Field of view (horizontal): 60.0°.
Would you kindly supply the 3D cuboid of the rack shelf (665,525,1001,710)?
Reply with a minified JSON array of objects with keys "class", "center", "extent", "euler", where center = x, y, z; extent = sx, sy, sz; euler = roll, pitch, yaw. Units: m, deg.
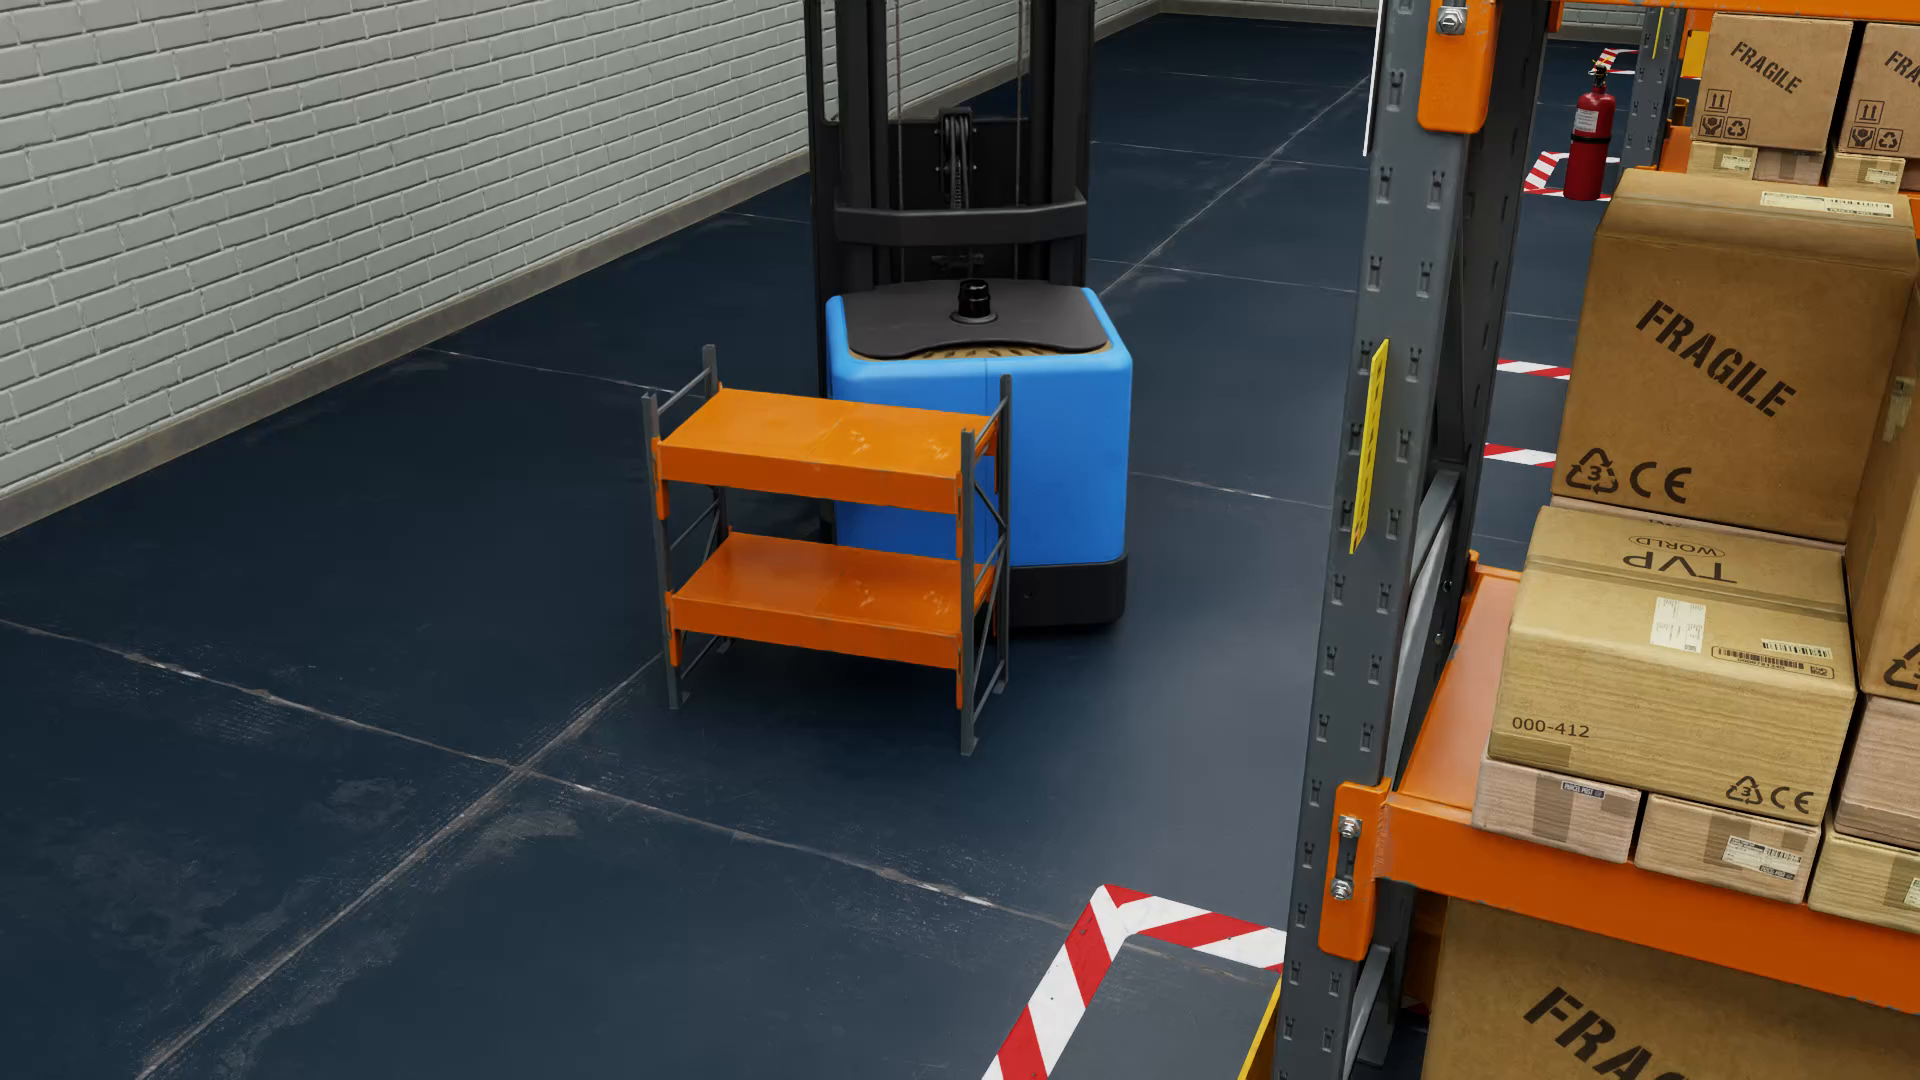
[{"class":"rack shelf","center":[-0.404,0.242,5.536],"extent":[1.000,0.278,0.538],"euler":[7,27,14]}]

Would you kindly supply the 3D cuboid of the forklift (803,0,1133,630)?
[{"class":"forklift","center":[-0.066,-1.597,6.675],"extent":[1.130,2.935,3.031],"euler":[-3,26,-5]}]

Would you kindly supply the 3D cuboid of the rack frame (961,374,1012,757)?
[{"class":"rack frame","center":[0.085,0.084,5.303],"extent":[0.032,1.125,0.500],"euler":[7,27,14]}]

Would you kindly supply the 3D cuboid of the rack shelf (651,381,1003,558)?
[{"class":"rack shelf","center":[-0.405,-0.239,5.298],"extent":[1.000,0.278,0.538],"euler":[7,27,14]}]

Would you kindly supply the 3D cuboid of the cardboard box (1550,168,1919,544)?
[{"class":"cardboard box","center":[1.420,-0.359,3.068],"extent":[0.500,0.500,0.500],"euler":[12,29,22]}]

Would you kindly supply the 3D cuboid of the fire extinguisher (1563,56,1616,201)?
[{"class":"fire extinguisher","center":[2.975,-1.946,7.816],"extent":[0.183,0.674,0.296],"euler":[11,28,22]}]

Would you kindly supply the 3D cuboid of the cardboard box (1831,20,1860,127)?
[{"class":"cardboard box","center":[3.995,-2.019,7.006],"extent":[0.500,0.500,0.500],"euler":[11,28,21]}]

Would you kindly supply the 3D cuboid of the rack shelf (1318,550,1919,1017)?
[{"class":"rack shelf","center":[2.689,0.748,2.649],"extent":[4.000,0.370,1.077],"euler":[11,28,22]}]

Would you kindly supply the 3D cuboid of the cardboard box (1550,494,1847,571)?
[{"class":"cardboard box","center":[1.419,-0.024,3.237],"extent":[0.500,0.250,0.500],"euler":[11,28,21]}]

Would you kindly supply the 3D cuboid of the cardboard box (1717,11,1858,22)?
[{"class":"cardboard box","center":[3.312,-2.354,6.554],"extent":[0.500,0.500,0.500],"euler":[11,28,21]}]

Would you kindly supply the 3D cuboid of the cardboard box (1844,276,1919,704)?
[{"class":"cardboard box","center":[1.648,-0.055,2.450],"extent":[0.500,0.500,0.500],"euler":[11,28,21]}]

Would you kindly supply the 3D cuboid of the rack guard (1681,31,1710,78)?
[{"class":"rack guard","center":[7.091,-4.786,15.905],"extent":[0.348,0.500,1.175],"euler":[11,28,22]}]

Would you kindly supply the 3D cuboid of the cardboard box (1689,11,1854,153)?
[{"class":"cardboard box","center":[3.307,-1.901,6.766],"extent":[0.500,0.500,0.500],"euler":[13,29,24]}]

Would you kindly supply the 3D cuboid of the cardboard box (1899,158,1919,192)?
[{"class":"cardboard box","center":[3.937,-1.519,6.725],"extent":[0.250,0.149,0.380],"euler":[13,29,24]}]

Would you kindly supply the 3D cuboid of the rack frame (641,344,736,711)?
[{"class":"rack frame","center":[-0.894,-0.038,5.551],"extent":[0.032,1.125,0.500],"euler":[7,27,14]}]

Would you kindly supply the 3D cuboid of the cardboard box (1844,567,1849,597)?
[{"class":"cardboard box","center":[1.880,0.069,3.048],"extent":[0.500,0.250,0.500],"euler":[11,28,21]}]

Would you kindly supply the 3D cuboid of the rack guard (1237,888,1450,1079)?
[{"class":"rack guard","center":[0.846,1.177,3.794],"extent":[0.348,0.500,1.175],"euler":[11,28,22]}]

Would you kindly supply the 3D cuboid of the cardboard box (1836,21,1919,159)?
[{"class":"cardboard box","center":[3.805,-1.814,6.588],"extent":[0.500,0.500,0.500],"euler":[11,28,22]}]

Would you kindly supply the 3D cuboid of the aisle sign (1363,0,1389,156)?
[{"class":"aisle sign","center":[0.678,-0.999,2.440],"extent":[0.004,0.787,0.394],"euler":[11,28,22]}]

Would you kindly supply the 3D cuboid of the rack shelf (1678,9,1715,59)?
[{"class":"rack shelf","center":[6.791,-3.236,10.742],"extent":[4.000,0.370,1.077],"euler":[11,28,22]}]

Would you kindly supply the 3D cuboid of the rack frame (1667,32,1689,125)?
[{"class":"rack frame","center":[4.970,-3.925,11.326],"extent":[0.127,3.000,1.000],"euler":[11,28,22]}]

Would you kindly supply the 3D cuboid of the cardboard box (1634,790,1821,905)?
[{"class":"cardboard box","center":[1.289,0.416,2.793],"extent":[0.250,0.149,0.380],"euler":[11,28,21]}]

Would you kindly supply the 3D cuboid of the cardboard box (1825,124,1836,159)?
[{"class":"cardboard box","center":[3.872,-1.757,7.207],"extent":[0.250,0.149,0.380],"euler":[11,28,21]}]

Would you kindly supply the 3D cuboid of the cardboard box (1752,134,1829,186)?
[{"class":"cardboard box","center":[3.421,-1.582,6.853],"extent":[0.250,0.149,0.380],"euler":[12,29,24]}]

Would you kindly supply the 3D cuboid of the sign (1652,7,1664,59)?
[{"class":"sign","center":[2.789,-2.086,6.611],"extent":[0.005,0.325,0.100],"euler":[11,28,22]}]

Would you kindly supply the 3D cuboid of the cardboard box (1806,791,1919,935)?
[{"class":"cardboard box","center":[1.522,0.463,2.698],"extent":[0.250,0.149,0.380],"euler":[11,28,21]}]

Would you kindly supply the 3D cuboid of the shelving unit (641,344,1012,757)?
[{"class":"shelving unit","center":[-0.405,0.023,5.427],"extent":[1.048,1.125,0.538],"euler":[7,27,14]}]

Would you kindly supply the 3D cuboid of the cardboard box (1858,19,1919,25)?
[{"class":"cardboard box","center":[3.774,-2.264,6.371],"extent":[0.500,0.500,0.500],"euler":[12,29,23]}]

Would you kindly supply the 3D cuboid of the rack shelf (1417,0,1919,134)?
[{"class":"rack shelf","center":[2.689,-0.597,1.986],"extent":[4.000,0.370,1.077],"euler":[11,28,22]}]

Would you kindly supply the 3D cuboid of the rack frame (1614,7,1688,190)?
[{"class":"rack frame","center":[3.013,-1.916,7.246],"extent":[0.127,3.000,1.000],"euler":[11,28,22]}]

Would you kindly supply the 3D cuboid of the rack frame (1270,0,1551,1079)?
[{"class":"rack frame","center":[0.868,0.060,3.233],"extent":[0.127,3.000,1.000],"euler":[11,28,22]}]

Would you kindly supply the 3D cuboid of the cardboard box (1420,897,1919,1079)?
[{"class":"cardboard box","center":[1.484,0.909,3.437],"extent":[0.875,0.875,0.875],"euler":[11,28,22]}]

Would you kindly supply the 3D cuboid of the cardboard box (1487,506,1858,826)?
[{"class":"cardboard box","center":[1.193,0.190,2.801],"extent":[0.500,0.250,0.500],"euler":[11,28,20]}]

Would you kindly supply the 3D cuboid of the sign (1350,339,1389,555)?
[{"class":"sign","center":[0.633,-0.142,2.573],"extent":[0.005,0.325,0.100],"euler":[11,28,22]}]

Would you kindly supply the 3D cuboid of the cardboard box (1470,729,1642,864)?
[{"class":"cardboard box","center":[1.054,0.370,2.887],"extent":[0.250,0.149,0.380],"euler":[12,29,22]}]

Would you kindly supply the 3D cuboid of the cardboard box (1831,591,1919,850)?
[{"class":"cardboard box","center":[1.669,0.282,2.614],"extent":[0.500,0.250,0.500],"euler":[11,28,21]}]

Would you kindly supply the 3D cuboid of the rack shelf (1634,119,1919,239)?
[{"class":"rack shelf","center":[4.834,-1.228,6.662],"extent":[4.000,0.370,1.077],"euler":[11,28,22]}]

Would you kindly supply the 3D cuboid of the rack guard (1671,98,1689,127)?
[{"class":"rack guard","center":[4.948,-2.808,11.887],"extent":[0.348,0.500,1.175],"euler":[11,28,22]}]

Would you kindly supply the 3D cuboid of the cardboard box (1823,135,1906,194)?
[{"class":"cardboard box","center":[3.644,-1.512,6.709],"extent":[0.250,0.149,0.380],"euler":[11,28,20]}]

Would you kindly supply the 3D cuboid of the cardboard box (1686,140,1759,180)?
[{"class":"cardboard box","center":[3.172,-1.612,6.913],"extent":[0.250,0.149,0.380],"euler":[11,28,21]}]
